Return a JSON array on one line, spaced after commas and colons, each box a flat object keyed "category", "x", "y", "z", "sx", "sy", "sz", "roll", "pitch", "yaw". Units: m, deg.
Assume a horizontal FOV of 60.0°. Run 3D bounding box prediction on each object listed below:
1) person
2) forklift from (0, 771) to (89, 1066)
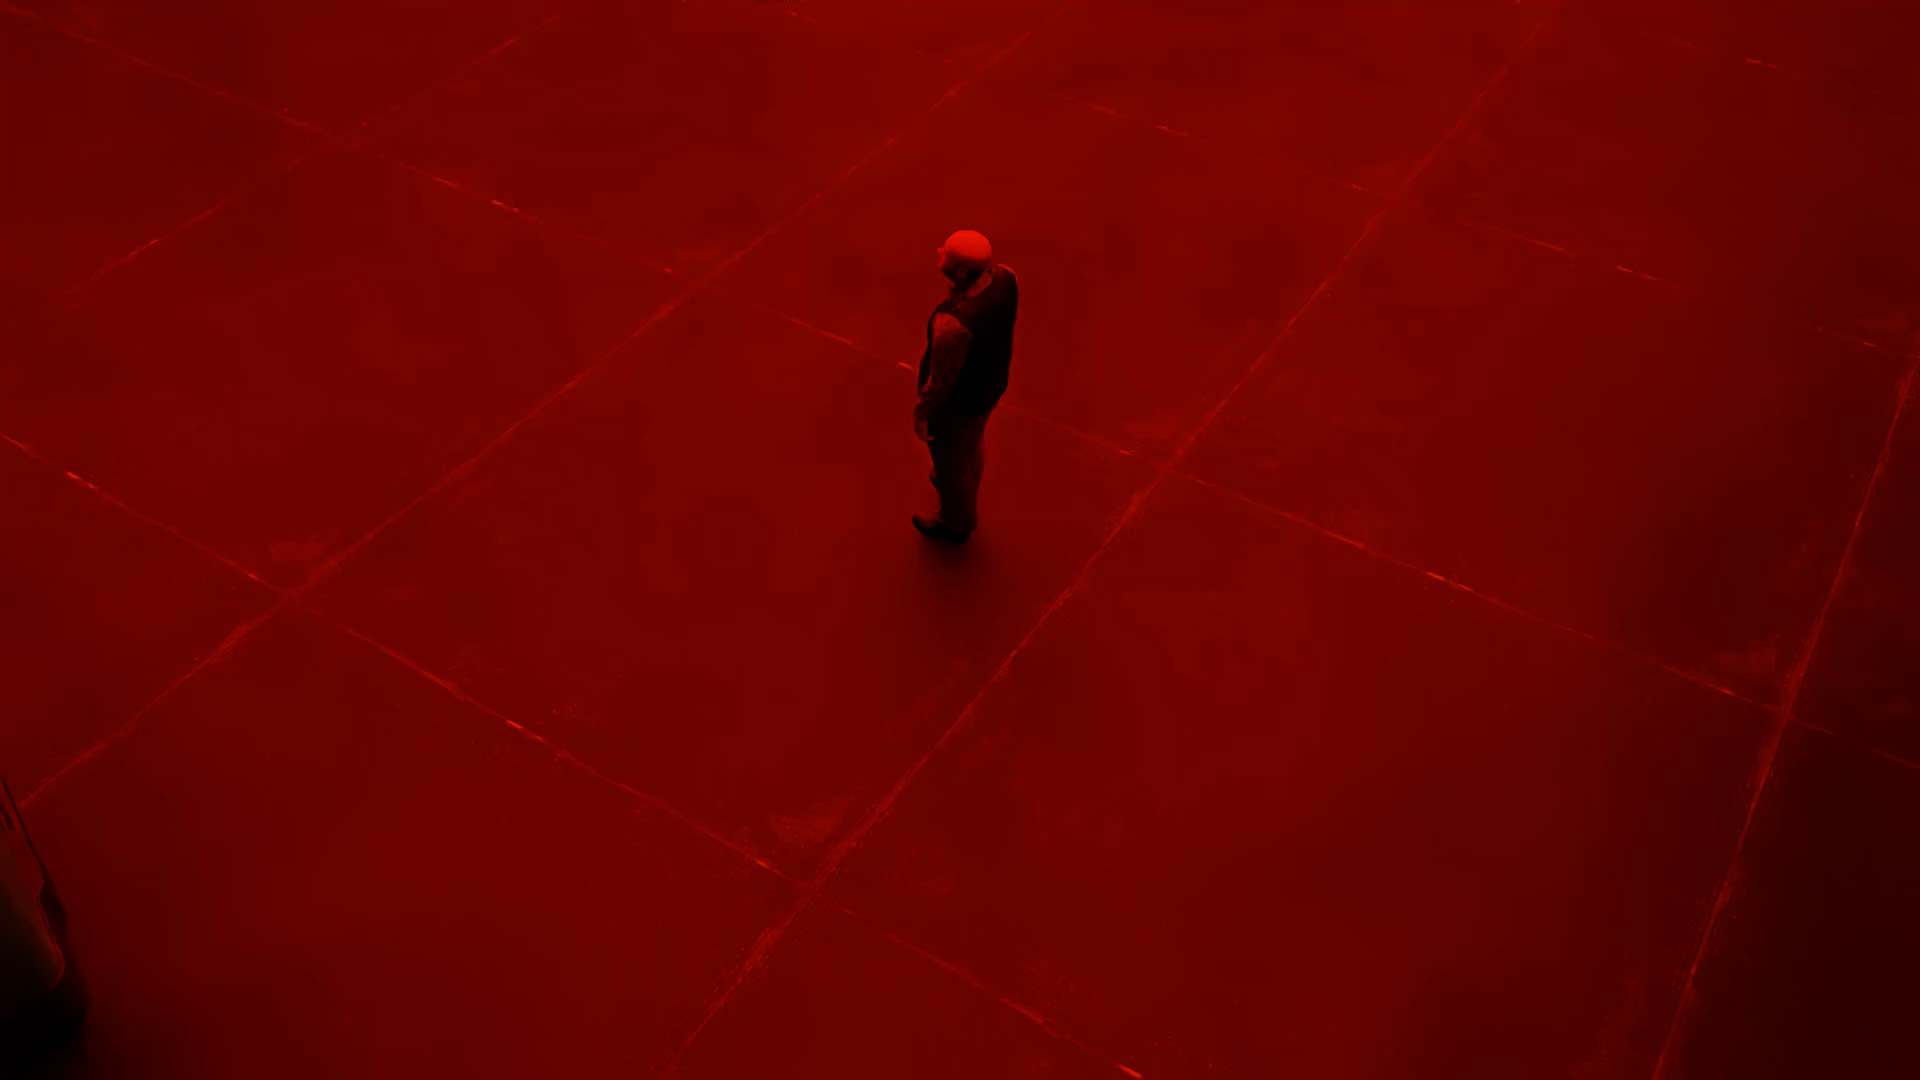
[{"category": "person", "x": -0.048, "y": -0.687, "z": 7.383, "sx": 0.567, "sy": 1.720, "sz": 0.632, "roll": 24, "pitch": 48, "yaw": 23}, {"category": "forklift", "x": -4.476, "y": 0.108, "z": 5.735, "sx": 1.130, "sy": 2.935, "sz": 3.031, "roll": -28, "pitch": 50, "yaw": -26}]
